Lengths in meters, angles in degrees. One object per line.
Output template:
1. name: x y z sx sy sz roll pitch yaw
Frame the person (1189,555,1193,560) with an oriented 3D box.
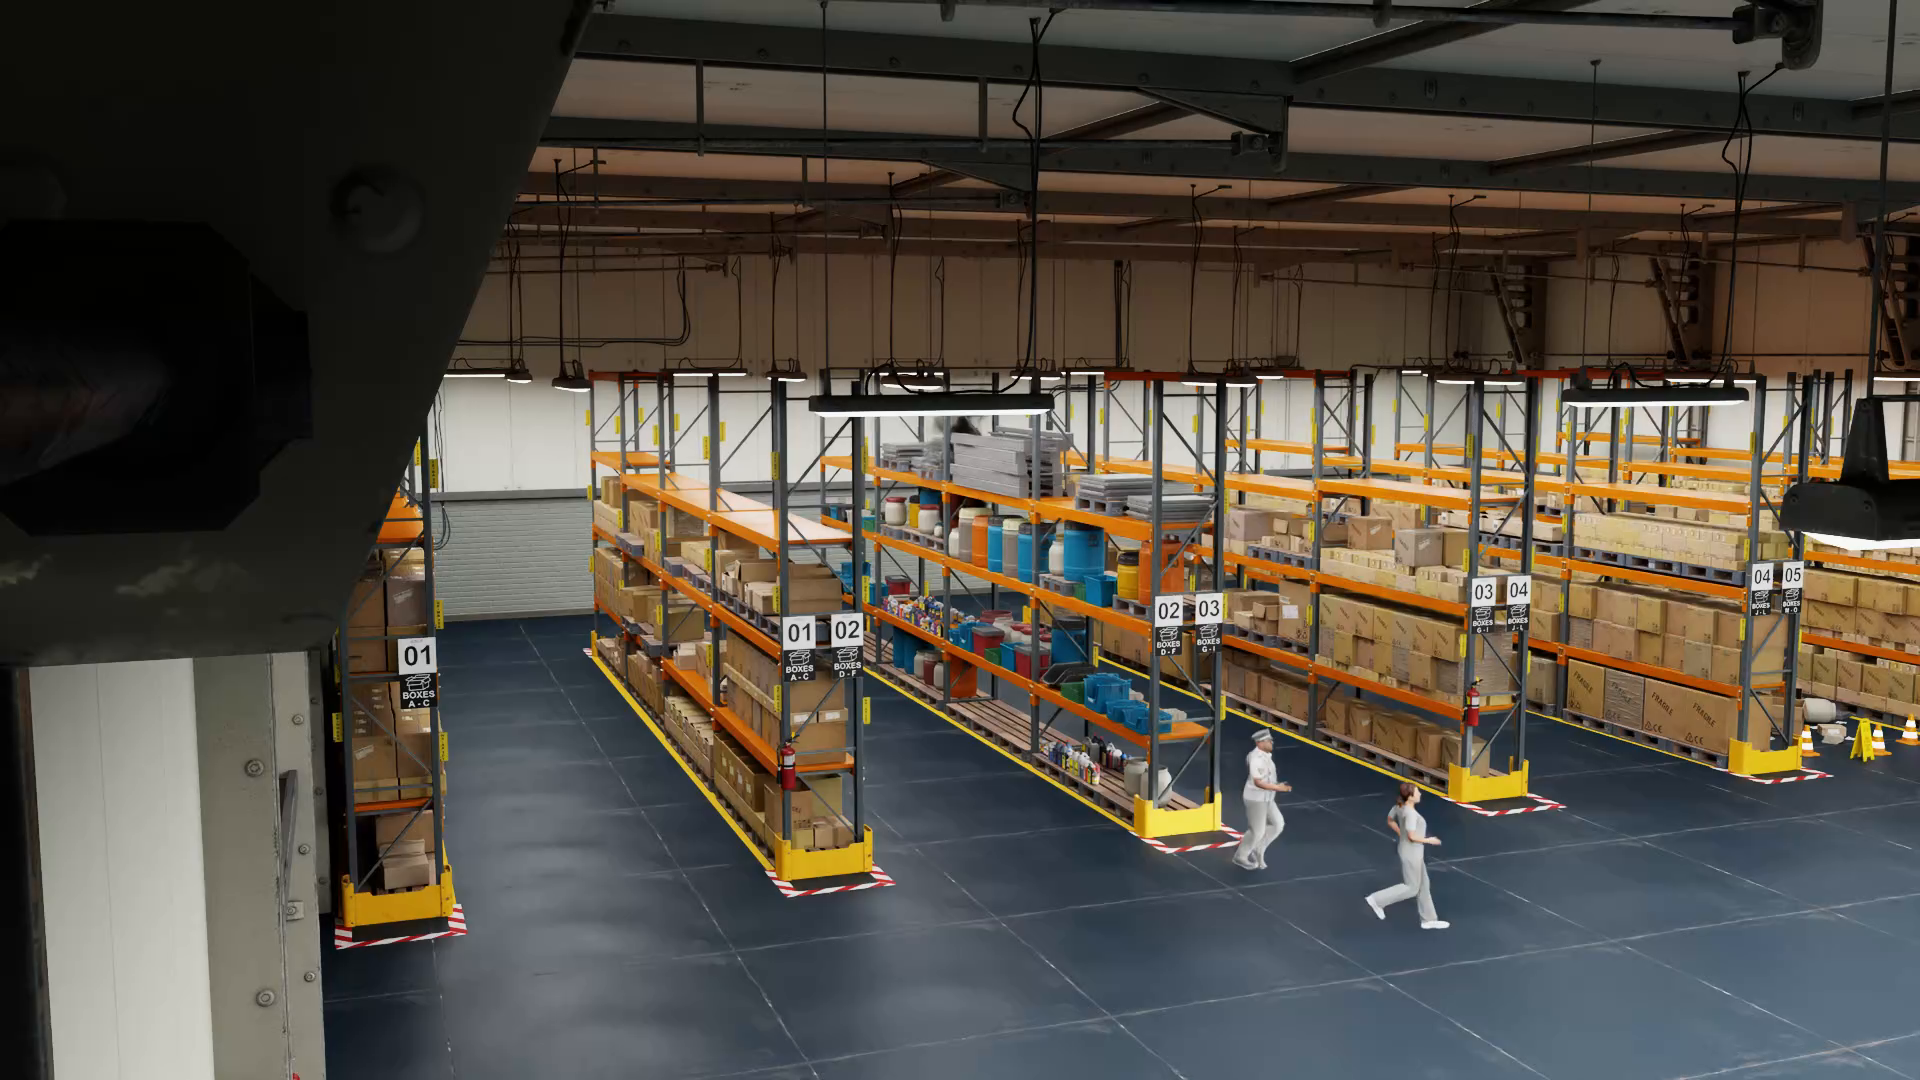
1. person: 5.726 0.959 40.879 0.613 1.694 0.629 5 8 41

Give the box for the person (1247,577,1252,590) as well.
1. person: 7.341 0.903 41.444 0.640 1.668 0.671 4 8 35

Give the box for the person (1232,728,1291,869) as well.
1. person: 3.730 3.199 20.448 0.704 1.805 0.687 2 7 21

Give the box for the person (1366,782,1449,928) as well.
1. person: 4.928 3.463 18.270 0.924 1.645 0.570 0 6 2
